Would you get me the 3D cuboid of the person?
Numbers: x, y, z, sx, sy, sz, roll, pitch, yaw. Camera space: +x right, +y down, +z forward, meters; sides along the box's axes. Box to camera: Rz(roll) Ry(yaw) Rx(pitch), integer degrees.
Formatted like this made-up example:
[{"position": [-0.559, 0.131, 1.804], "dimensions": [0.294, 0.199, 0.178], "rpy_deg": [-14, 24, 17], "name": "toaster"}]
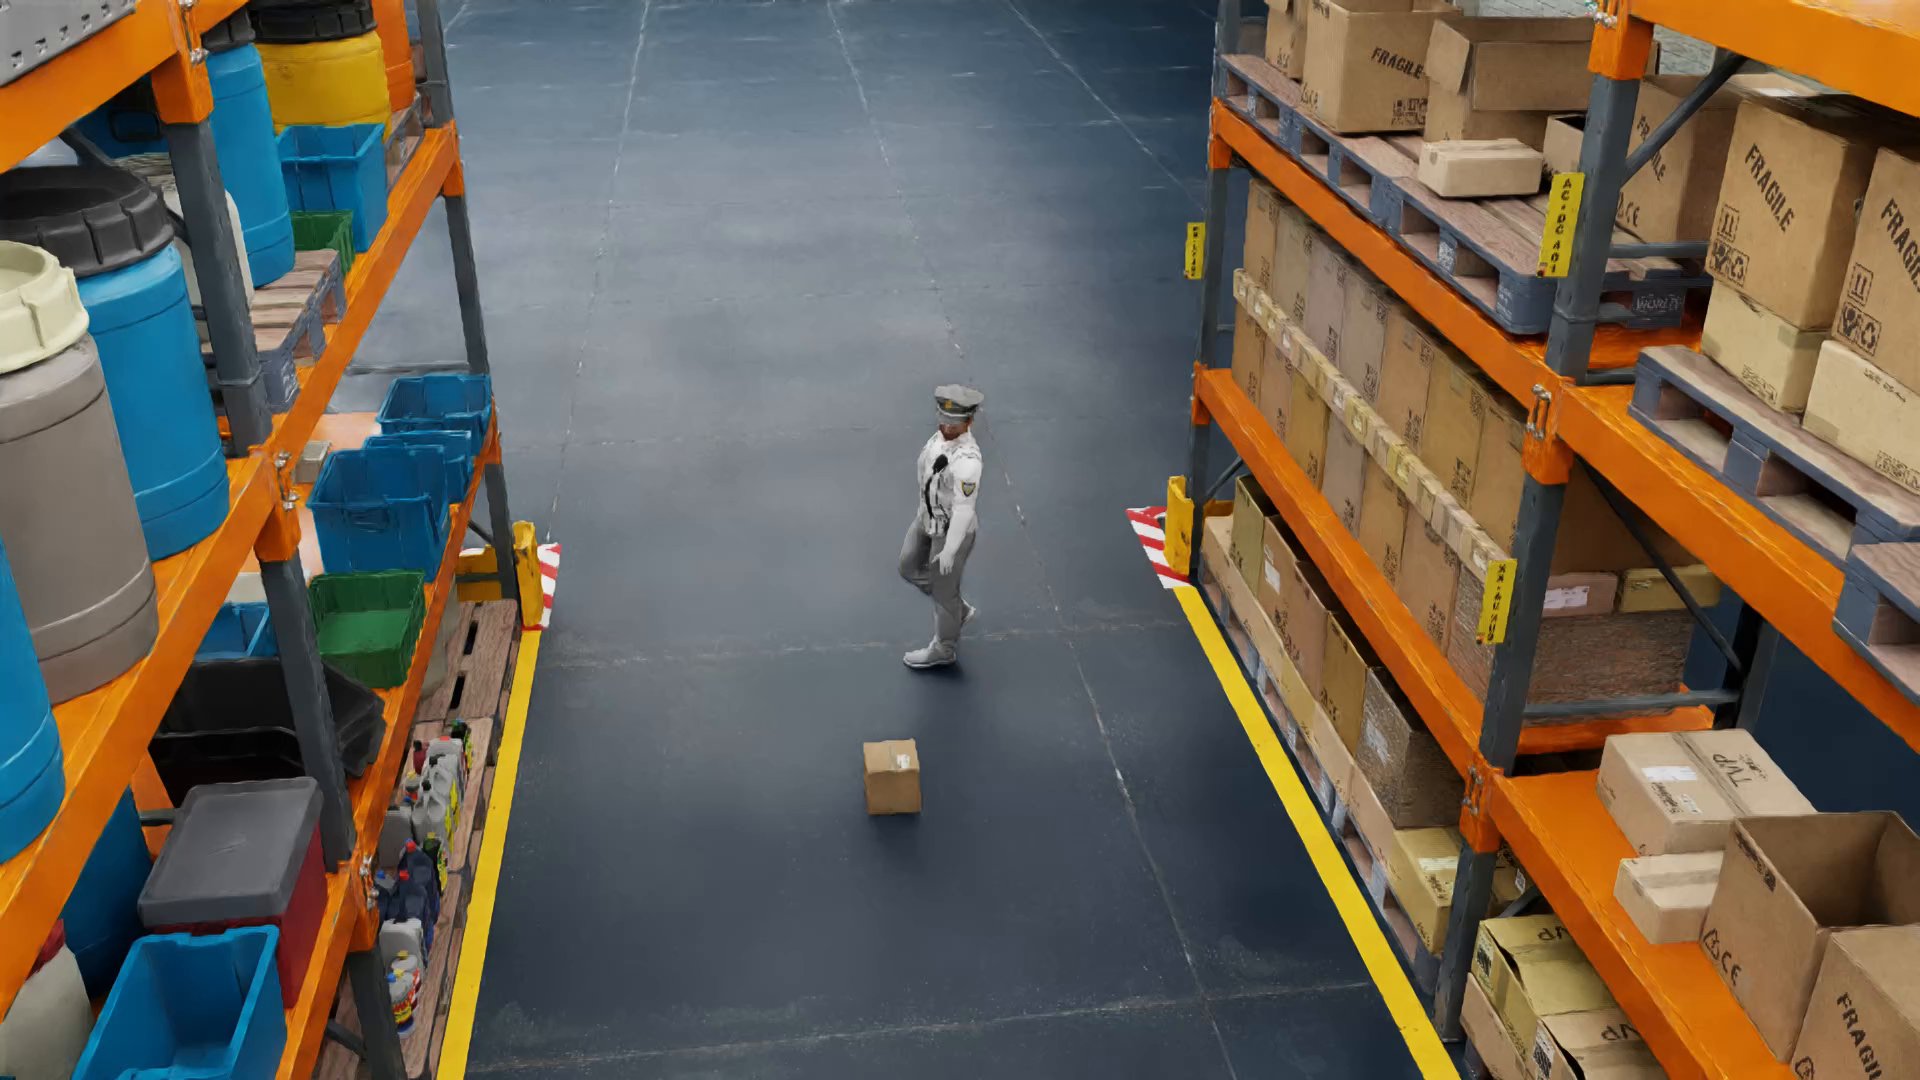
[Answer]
[{"position": [-0.081, -0.055, 8.706], "dimensions": [0.424, 1.667, 0.607], "rpy_deg": [-8, 28, -15], "name": "person"}]
